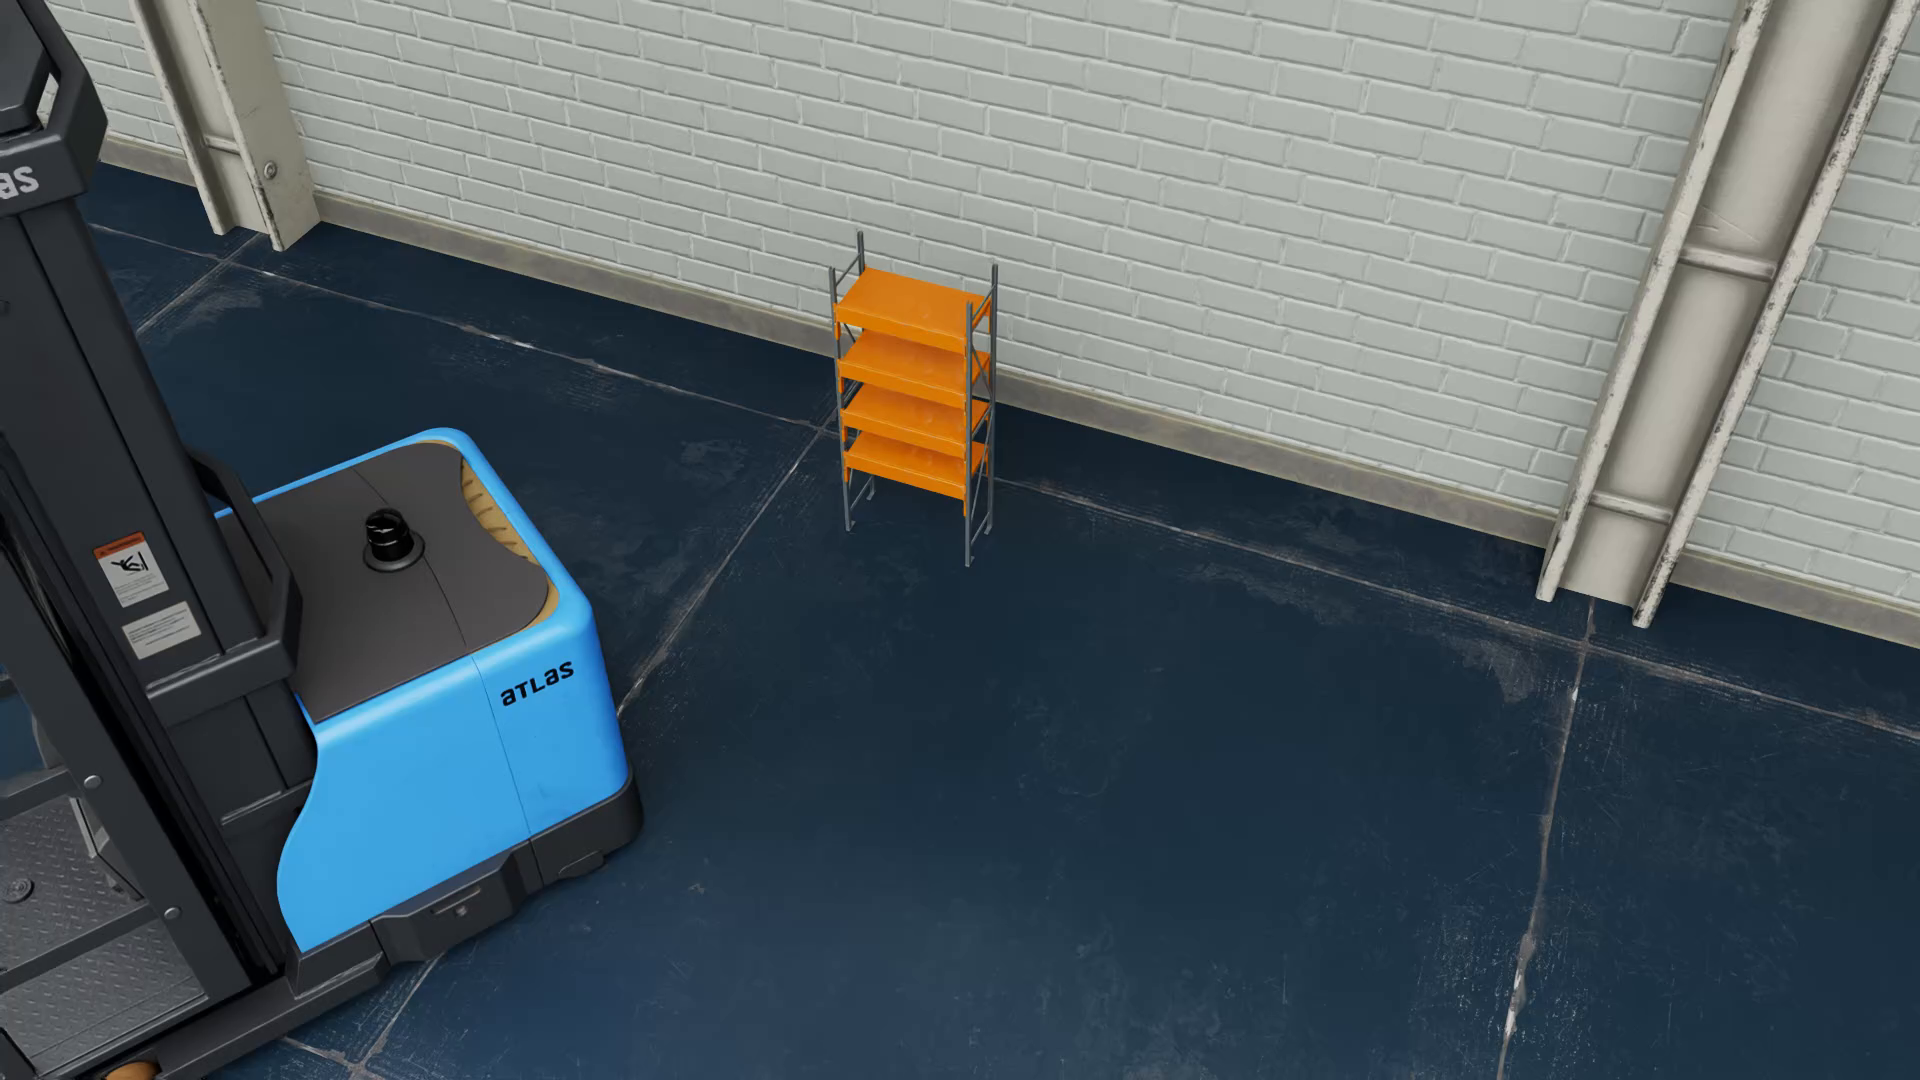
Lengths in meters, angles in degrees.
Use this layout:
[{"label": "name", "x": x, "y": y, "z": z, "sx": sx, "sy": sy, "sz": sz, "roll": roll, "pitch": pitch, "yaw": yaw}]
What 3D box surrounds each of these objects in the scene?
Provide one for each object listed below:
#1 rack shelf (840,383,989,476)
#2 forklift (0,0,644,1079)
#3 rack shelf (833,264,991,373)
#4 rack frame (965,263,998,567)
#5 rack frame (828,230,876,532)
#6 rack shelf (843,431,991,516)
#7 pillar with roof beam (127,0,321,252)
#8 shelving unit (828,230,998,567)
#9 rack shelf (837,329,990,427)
[{"label": "rack shelf", "x": -0.153, "y": -0.423, "z": 5.919, "sx": 0.480, "sy": 0.148, "sz": 0.258, "roll": 16, "pitch": 47, "yaw": 16}, {"label": "forklift", "x": -2.503, "y": 0.221, "z": 3.949, "sx": 3.031, "sy": 2.935, "sz": 1.130, "roll": -26, "pitch": 50, "yaw": -24}, {"label": "rack shelf", "x": -0.153, "y": -0.749, "z": 5.595, "sx": 0.480, "sy": 0.148, "sz": 0.258, "roll": 16, "pitch": 47, "yaw": 16}, {"label": "rack frame", "x": 0.072, "y": -0.404, "z": 5.805, "sx": 0.015, "sy": 1.200, "sz": 0.240, "roll": 16, "pitch": 47, "yaw": 16}, {"label": "rack frame", "x": -0.378, "y": -0.537, "z": 5.939, "sx": 0.015, "sy": 1.200, "sz": 0.240, "roll": 16, "pitch": 47, "yaw": 16}, {"label": "rack shelf", "x": -0.153, "y": -0.282, "z": 6.059, "sx": 0.480, "sy": 0.148, "sz": 0.258, "roll": 16, "pitch": 47, "yaw": 16}, {"label": "pillar with roof beam", "x": -4.864, "y": -1.853, "z": 1.732, "sx": 0.400, "sy": 9.000, "sz": 9.100, "roll": 16, "pitch": 47, "yaw": 16}, {"label": "shelving unit", "x": -0.153, "y": -0.470, "z": 5.872, "sx": 0.503, "sy": 1.200, "sz": 0.258, "roll": 16, "pitch": 47, "yaw": 16}, {"label": "rack shelf", "x": -0.153, "y": -0.581, "z": 5.762, "sx": 0.480, "sy": 0.148, "sz": 0.258, "roll": 16, "pitch": 47, "yaw": 16}]
